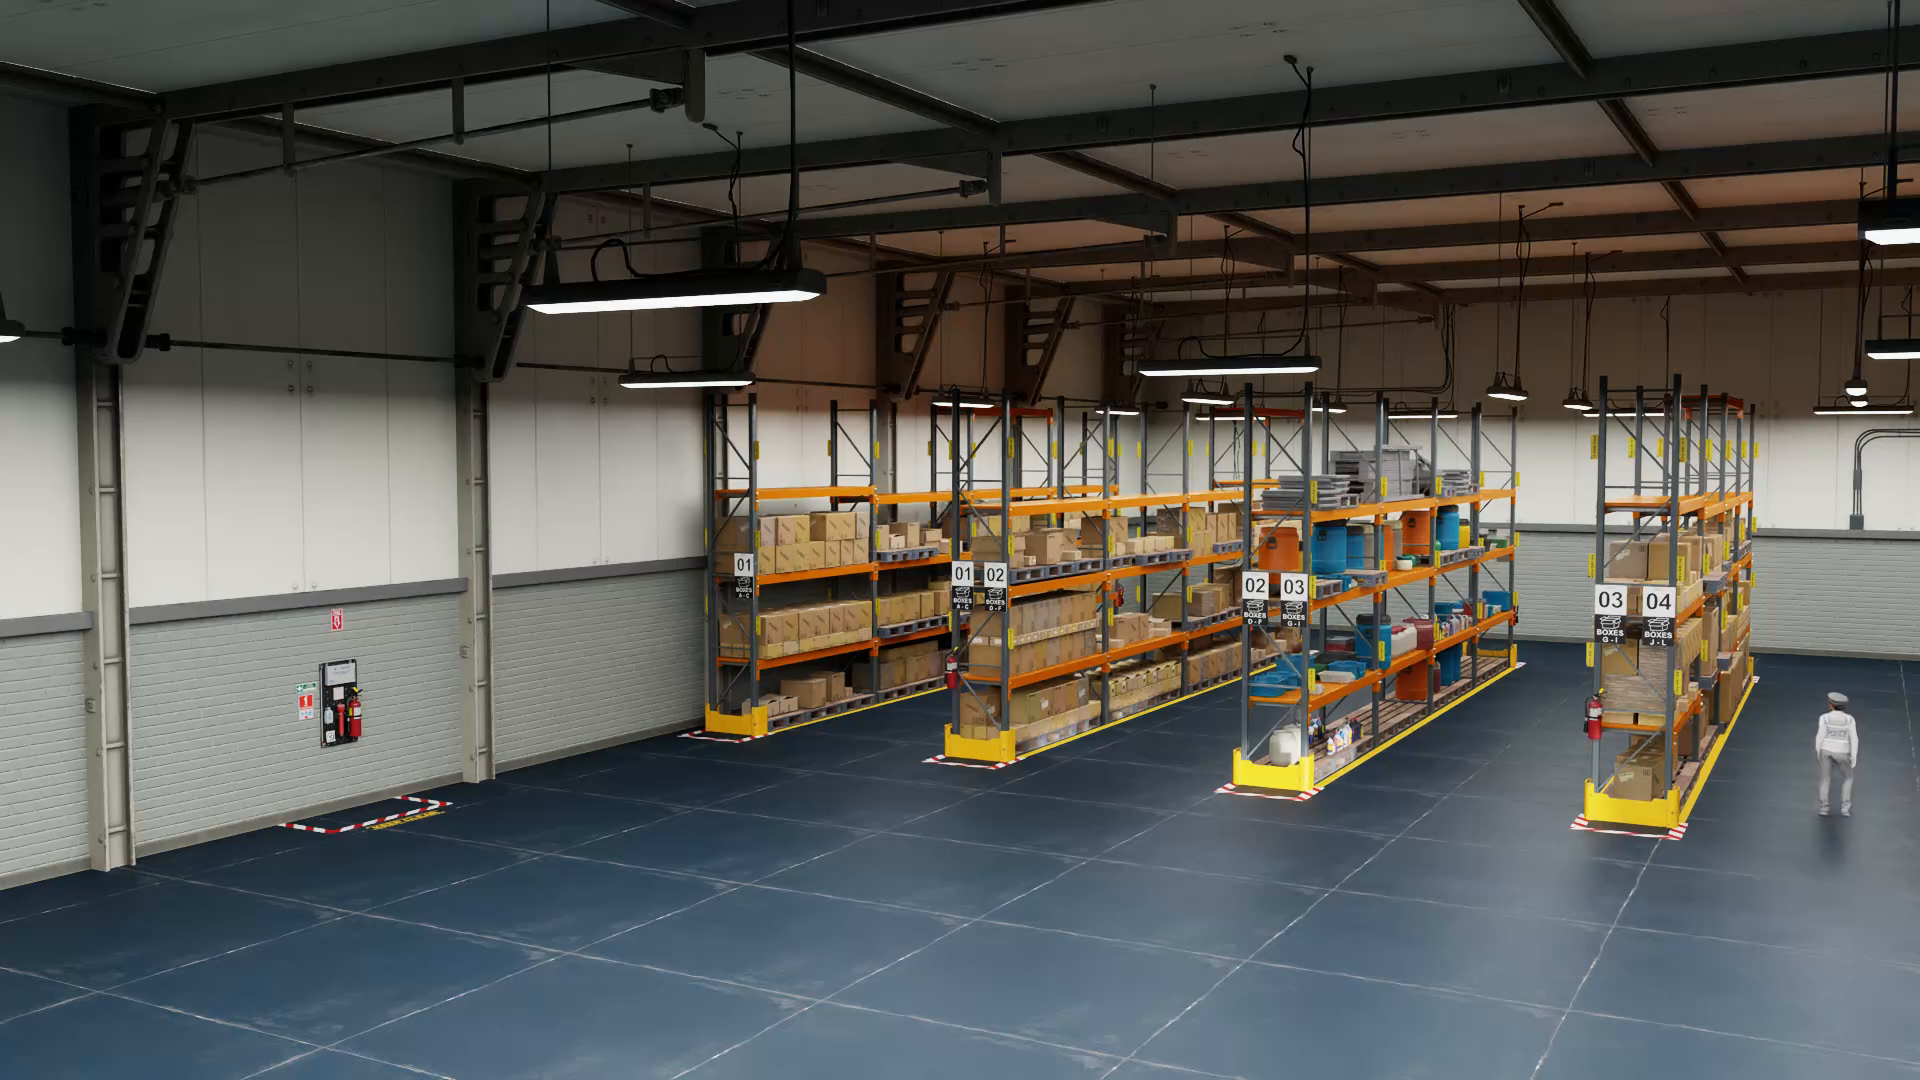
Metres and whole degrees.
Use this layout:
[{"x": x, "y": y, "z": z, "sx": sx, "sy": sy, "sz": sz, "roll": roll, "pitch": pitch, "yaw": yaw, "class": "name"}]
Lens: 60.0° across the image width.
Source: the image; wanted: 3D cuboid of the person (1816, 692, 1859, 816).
[{"x": 11.979, "y": 2.955, "z": 22.719, "sx": 0.534, "sy": 1.748, "sz": 0.532, "roll": -2, "pitch": 4, "yaw": -37, "class": "person"}]

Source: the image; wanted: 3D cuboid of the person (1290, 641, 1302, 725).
[{"x": 5.985, "y": 2.605, "z": 29.732, "sx": 0.362, "sy": 1.608, "sz": 0.482, "roll": 1, "pitch": 3, "yaw": 16, "class": "person"}]
